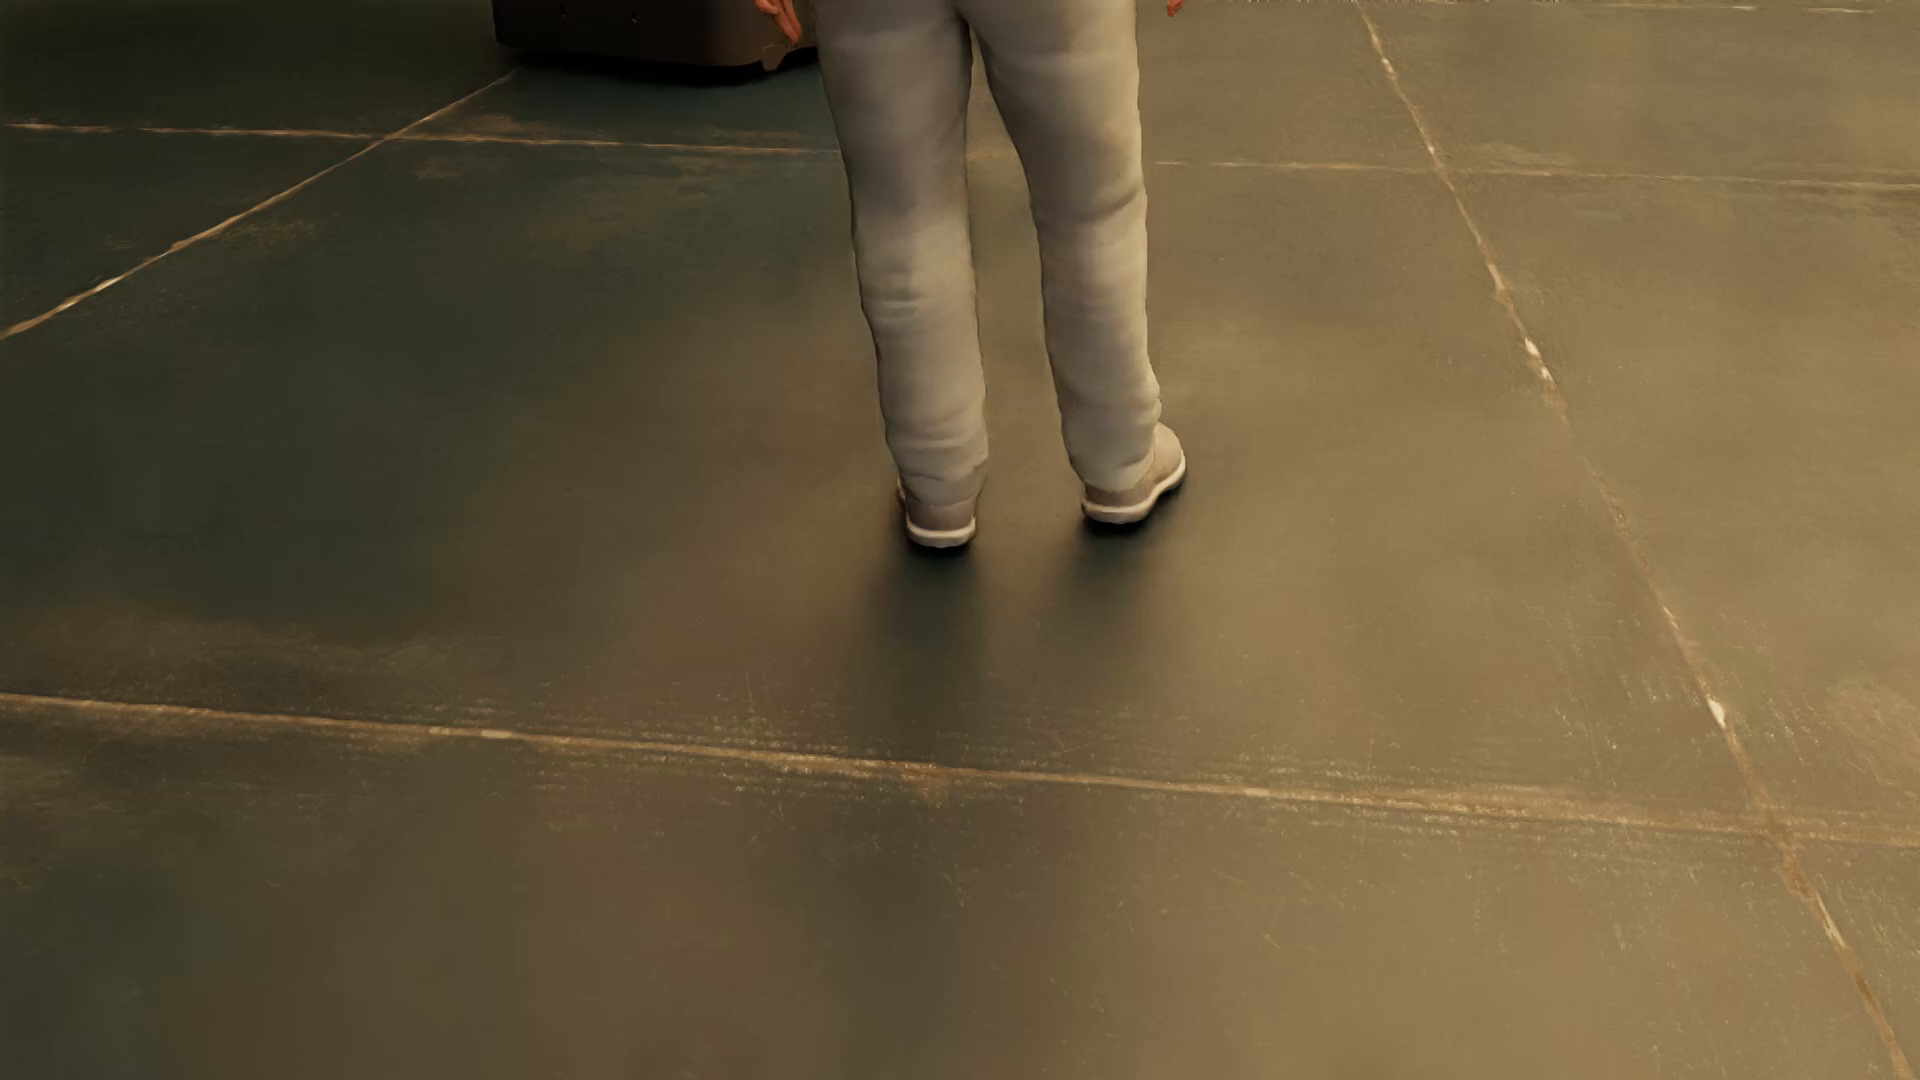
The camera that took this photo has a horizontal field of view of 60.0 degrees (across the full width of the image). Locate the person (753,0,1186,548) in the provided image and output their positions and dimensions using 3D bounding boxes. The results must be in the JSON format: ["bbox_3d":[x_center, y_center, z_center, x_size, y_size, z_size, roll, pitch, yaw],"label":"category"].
[{"bbox_3d":[0.022,-0.838,2.166,0.640,1.781,0.574,3,27,7],"label":"person"}]

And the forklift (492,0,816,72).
[{"bbox_3d":[-0.506,-3.484,6.201,1.130,2.935,3.031,13,29,24],"label":"forklift"}]
